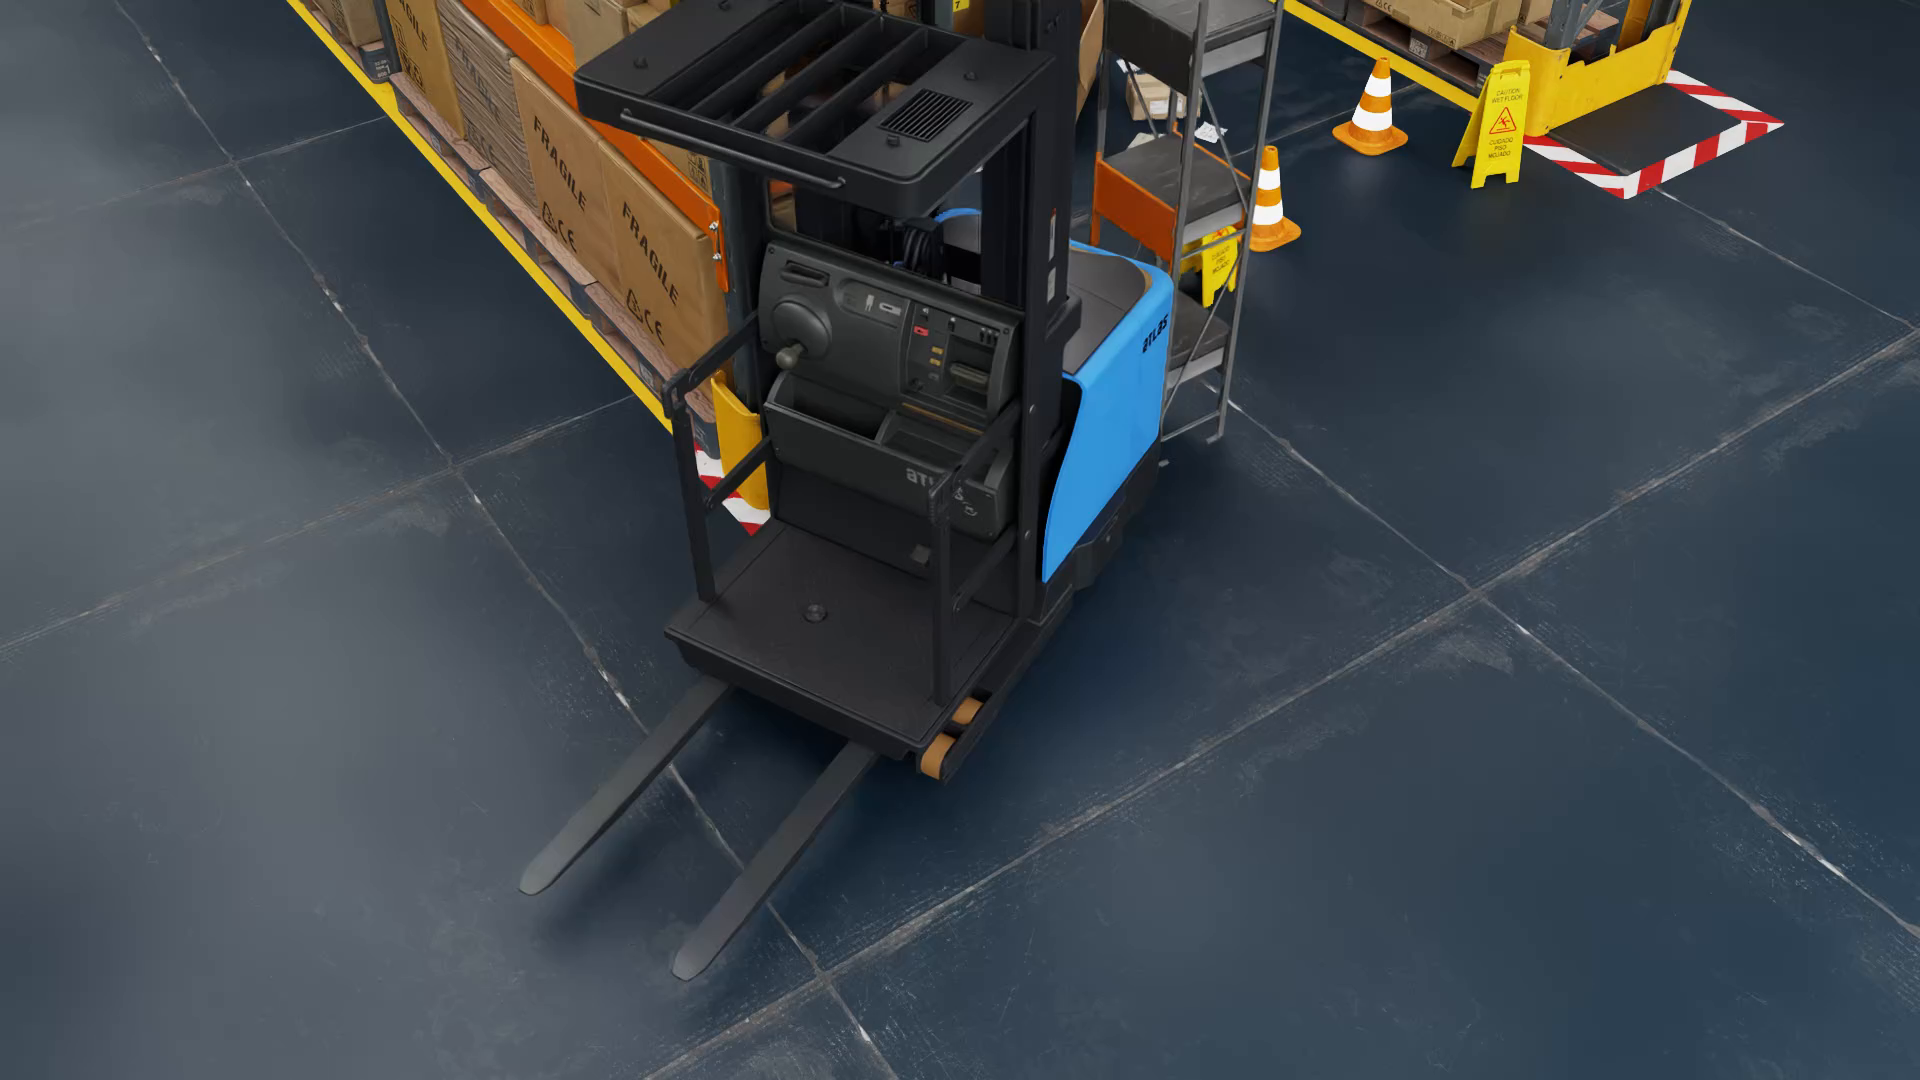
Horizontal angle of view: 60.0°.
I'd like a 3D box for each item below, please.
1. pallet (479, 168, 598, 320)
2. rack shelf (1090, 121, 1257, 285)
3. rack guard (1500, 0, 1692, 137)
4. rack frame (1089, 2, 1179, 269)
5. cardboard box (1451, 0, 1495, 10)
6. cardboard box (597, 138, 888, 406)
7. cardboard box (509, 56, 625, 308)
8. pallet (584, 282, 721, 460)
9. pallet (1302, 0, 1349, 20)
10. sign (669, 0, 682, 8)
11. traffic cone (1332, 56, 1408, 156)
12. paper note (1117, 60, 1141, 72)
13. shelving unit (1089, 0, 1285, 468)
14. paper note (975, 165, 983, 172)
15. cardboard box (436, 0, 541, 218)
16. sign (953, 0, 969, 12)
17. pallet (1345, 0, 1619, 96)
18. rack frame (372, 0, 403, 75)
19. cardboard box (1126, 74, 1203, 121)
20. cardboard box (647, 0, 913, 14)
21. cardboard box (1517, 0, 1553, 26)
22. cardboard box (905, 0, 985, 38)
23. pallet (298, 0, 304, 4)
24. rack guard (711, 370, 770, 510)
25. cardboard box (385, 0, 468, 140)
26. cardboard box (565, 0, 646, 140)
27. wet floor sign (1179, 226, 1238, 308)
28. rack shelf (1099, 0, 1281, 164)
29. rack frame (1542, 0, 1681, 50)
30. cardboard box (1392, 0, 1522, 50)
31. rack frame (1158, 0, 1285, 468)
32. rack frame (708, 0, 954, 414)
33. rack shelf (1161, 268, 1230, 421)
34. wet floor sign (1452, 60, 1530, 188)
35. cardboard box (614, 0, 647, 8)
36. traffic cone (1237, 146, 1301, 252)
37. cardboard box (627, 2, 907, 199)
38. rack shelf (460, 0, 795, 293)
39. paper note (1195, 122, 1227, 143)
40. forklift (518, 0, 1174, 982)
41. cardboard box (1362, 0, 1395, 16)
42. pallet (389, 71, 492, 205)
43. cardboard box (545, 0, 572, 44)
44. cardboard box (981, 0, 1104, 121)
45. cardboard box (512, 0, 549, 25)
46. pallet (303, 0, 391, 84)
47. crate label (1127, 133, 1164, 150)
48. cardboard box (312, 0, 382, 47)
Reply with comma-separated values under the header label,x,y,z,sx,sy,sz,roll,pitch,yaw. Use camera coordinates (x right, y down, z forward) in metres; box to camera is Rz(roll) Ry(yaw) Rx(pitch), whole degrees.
label,x,y,z,sx,sy,sz,roll,pitch,yaw
pallet,-1.683,-1.638,8.313,1.003,0.211,1.213,-26,49,-24
rack shelf,0.833,-1.264,6.573,0.431,0.518,0.480,-26,49,-25
rack guard,3.491,-2.686,9.201,1.175,0.500,0.348,-26,49,-24
rack frame,0.692,-1.411,6.708,0.400,2.100,0.015,-26,49,-25
cardboard box,2.863,-3.326,9.206,0.500,0.500,0.500,-25,49,-24
cardboard box,-0.909,-1.275,7.148,0.875,0.875,0.875,-25,49,-24
cardboard box,-1.415,-1.773,7.669,0.875,0.875,0.875,-26,50,-25
pallet,-0.989,-0.947,7.590,1.003,0.211,1.213,-26,49,-24
pallet,2.362,-3.746,10.521,1.003,0.211,1.213,-26,49,-24
sign,-0.920,-1.832,5.487,0.100,0.325,0.005,-26,49,-24
traffic cone,2.231,-2.363,8.890,0.336,0.463,0.334,-26,49,-24
paper note,0.999,-2.758,9.625,0.148,0.019,0.142,-10,45,-11
shelving unit,0.833,-1.274,6.564,0.431,2.100,0.503,-26,49,-25
paper note,0.052,-1.995,8.819,0.144,0.017,0.142,-10,45,-11
cardboard box,-1.934,-2.290,8.211,0.875,0.875,0.875,-25,49,-24
sign,-0.009,-2.092,6.085,0.100,0.325,0.005,-26,49,-24
pallet,3.056,-3.055,9.798,1.003,0.211,1.213,-26,49,-24
rack frame,-2.756,-3.800,8.558,1.000,3.000,0.127,-26,49,-24
cardboard box,1.129,-2.460,9.219,0.380,0.149,0.250,-3,44,-4
cardboard box,-0.648,-2.204,5.996,0.875,0.550,0.550,-26,49,-24
cardboard box,3.300,-3.270,9.690,0.500,0.250,0.500,-26,49,-25
cardboard box,-0.088,-3.214,9.654,0.797,0.637,0.503,-26,49,-24
pallet,-3.961,-3.890,10.672,1.003,0.211,1.213,-26,49,-24
rack guard,-0.454,-0.616,7.034,1.175,0.500,0.348,-26,49,-24
cardboard box,-2.453,-2.799,8.744,0.875,0.875,0.875,-25,49,-24
cardboard box,-1.049,-2.083,6.652,0.875,0.550,0.550,-26,49,-24
wet floor sign,1.173,-1.448,7.800,0.267,0.644,0.232,-35,53,-31
rack shelf,0.833,-1.771,6.090,0.431,0.518,0.480,-26,49,-25
rack frame,3.535,-3.547,8.293,1.000,3.000,0.127,-26,49,-24
cardboard box,2.838,-3.069,9.480,0.500,0.250,0.500,-26,49,-25
rack frame,0.974,-1.137,6.420,0.400,2.100,0.015,-26,49,-25
rack frame,-0.467,-1.534,6.185,1.000,3.000,0.127,-26,49,-24
rack shelf,0.833,-0.758,7.057,0.431,0.518,0.480,-26,49,-25
wet floor sign,2.766,-2.165,8.550,0.267,0.644,0.232,-10,45,-11
cardboard box,-1.038,-2.479,6.284,0.875,0.550,0.550,-26,49,-24
traffic cone,1.515,-1.732,8.229,0.336,0.463,0.334,-26,49,-24
cardboard box,-0.717,-1.781,6.334,0.875,0.550,0.550,-26,49,-24
rack shelf,-1.611,-2.407,7.620,1.077,0.370,4.000,-26,49,-24
paper note,1.361,-2.222,9.055,0.142,0.019,0.148,26,49,25
forklift,-0.355,-0.582,5.237,1.130,2.935,3.031,22,48,21
cardboard box,2.562,-3.352,9.776,0.500,0.250,0.500,-26,49,-24
pallet,-2.385,-2.329,9.037,1.003,0.211,1.213,-26,49,-24
cardboard box,-1.267,-2.450,7.036,0.875,0.550,0.550,-26,49,-24
cardboard box,0.454,-2.638,9.149,0.637,0.503,0.797,11,45,11
cardboard box,-1.604,-2.734,7.333,0.875,0.550,0.500,-26,49,-24
pallet,-3.259,-3.198,9.947,1.003,0.211,1.213,-26,49,-24
crate label,1.014,-2.035,8.782,0.298,0.136,0.250,18,47,18
cardboard box,-3.185,-3.454,9.521,1.050,0.750,0.750,-26,49,-25
